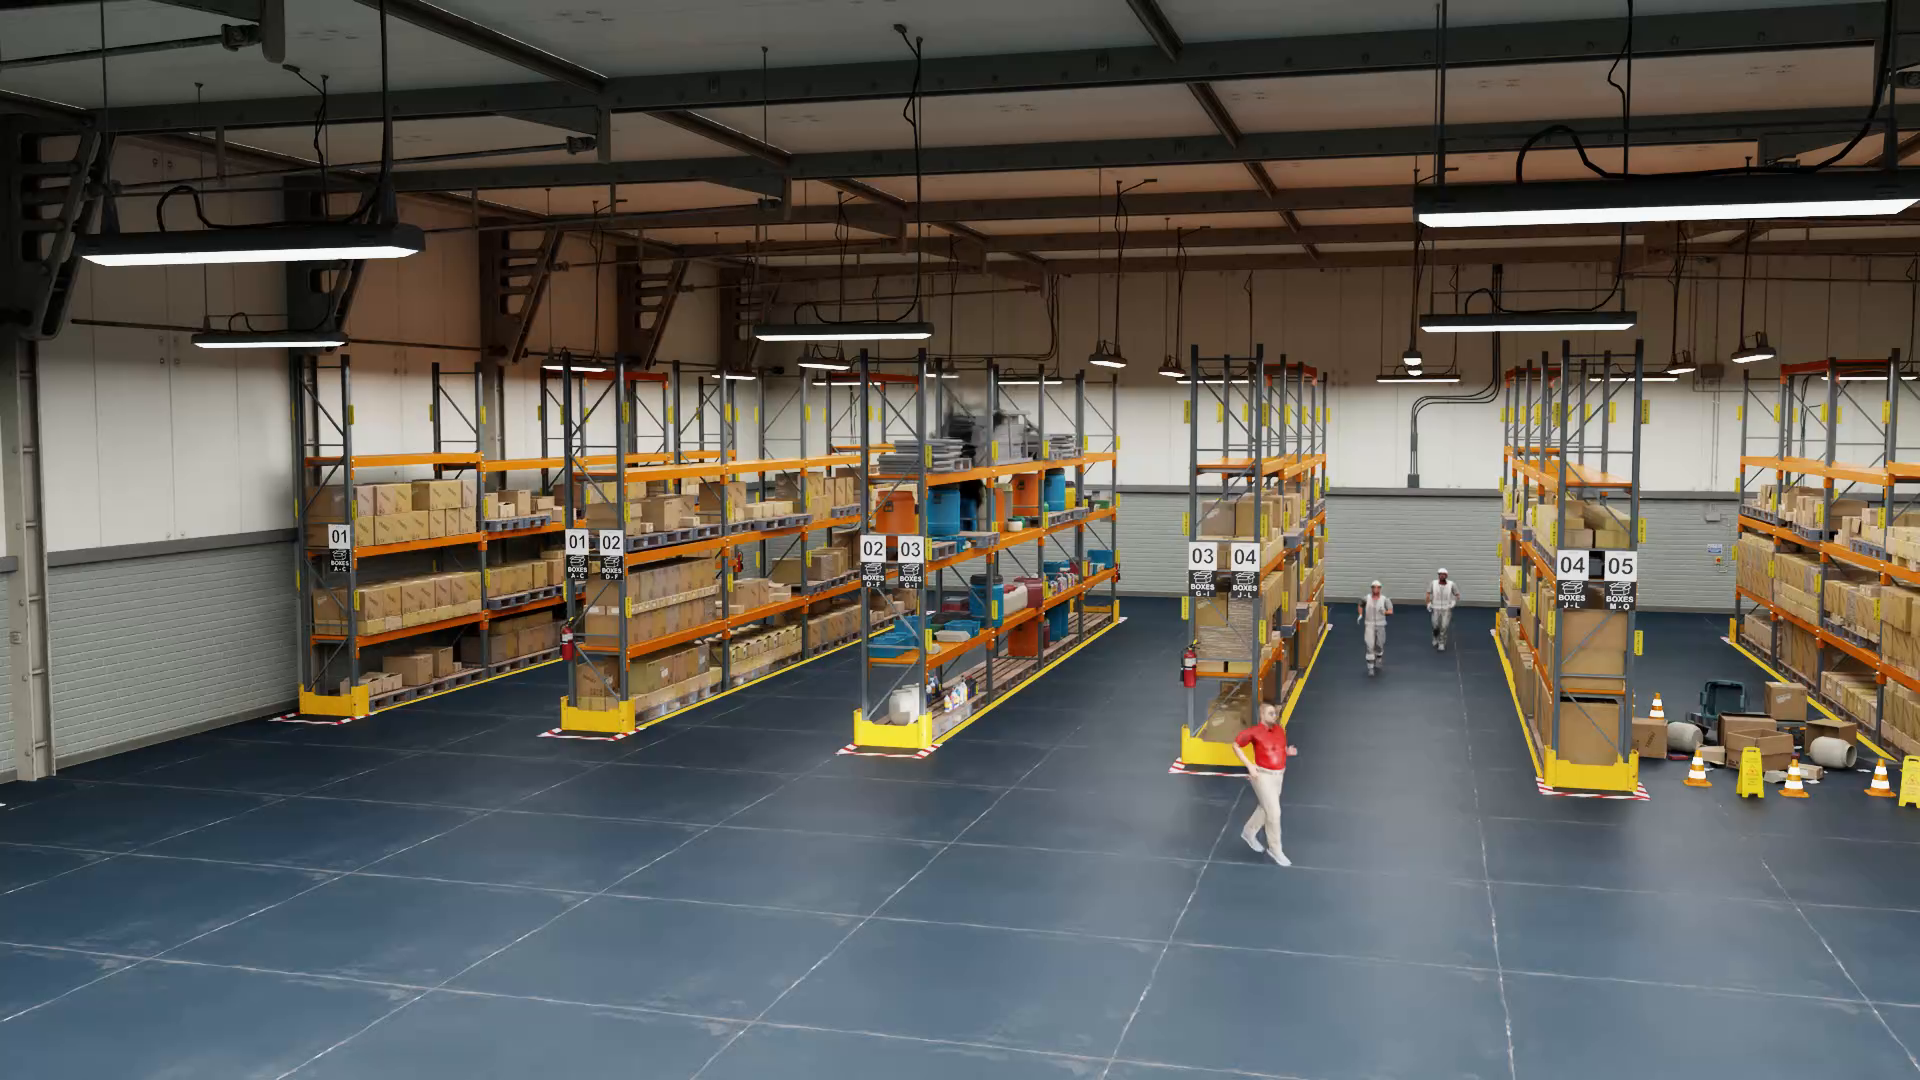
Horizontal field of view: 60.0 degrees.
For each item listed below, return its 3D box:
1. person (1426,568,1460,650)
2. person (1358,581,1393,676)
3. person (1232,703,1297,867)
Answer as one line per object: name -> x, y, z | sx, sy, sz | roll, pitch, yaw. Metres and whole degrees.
person -> 10.291, 1.472, 35.483 | 0.681, 1.747, 0.589 | 1, 4, 17
person -> 8.003, 1.673, 32.060 | 0.662, 1.787, 0.979 | 1, 4, 12
person -> 3.473, 2.727, 18.761 | 0.648, 1.775, 0.789 | -4, 6, -43
